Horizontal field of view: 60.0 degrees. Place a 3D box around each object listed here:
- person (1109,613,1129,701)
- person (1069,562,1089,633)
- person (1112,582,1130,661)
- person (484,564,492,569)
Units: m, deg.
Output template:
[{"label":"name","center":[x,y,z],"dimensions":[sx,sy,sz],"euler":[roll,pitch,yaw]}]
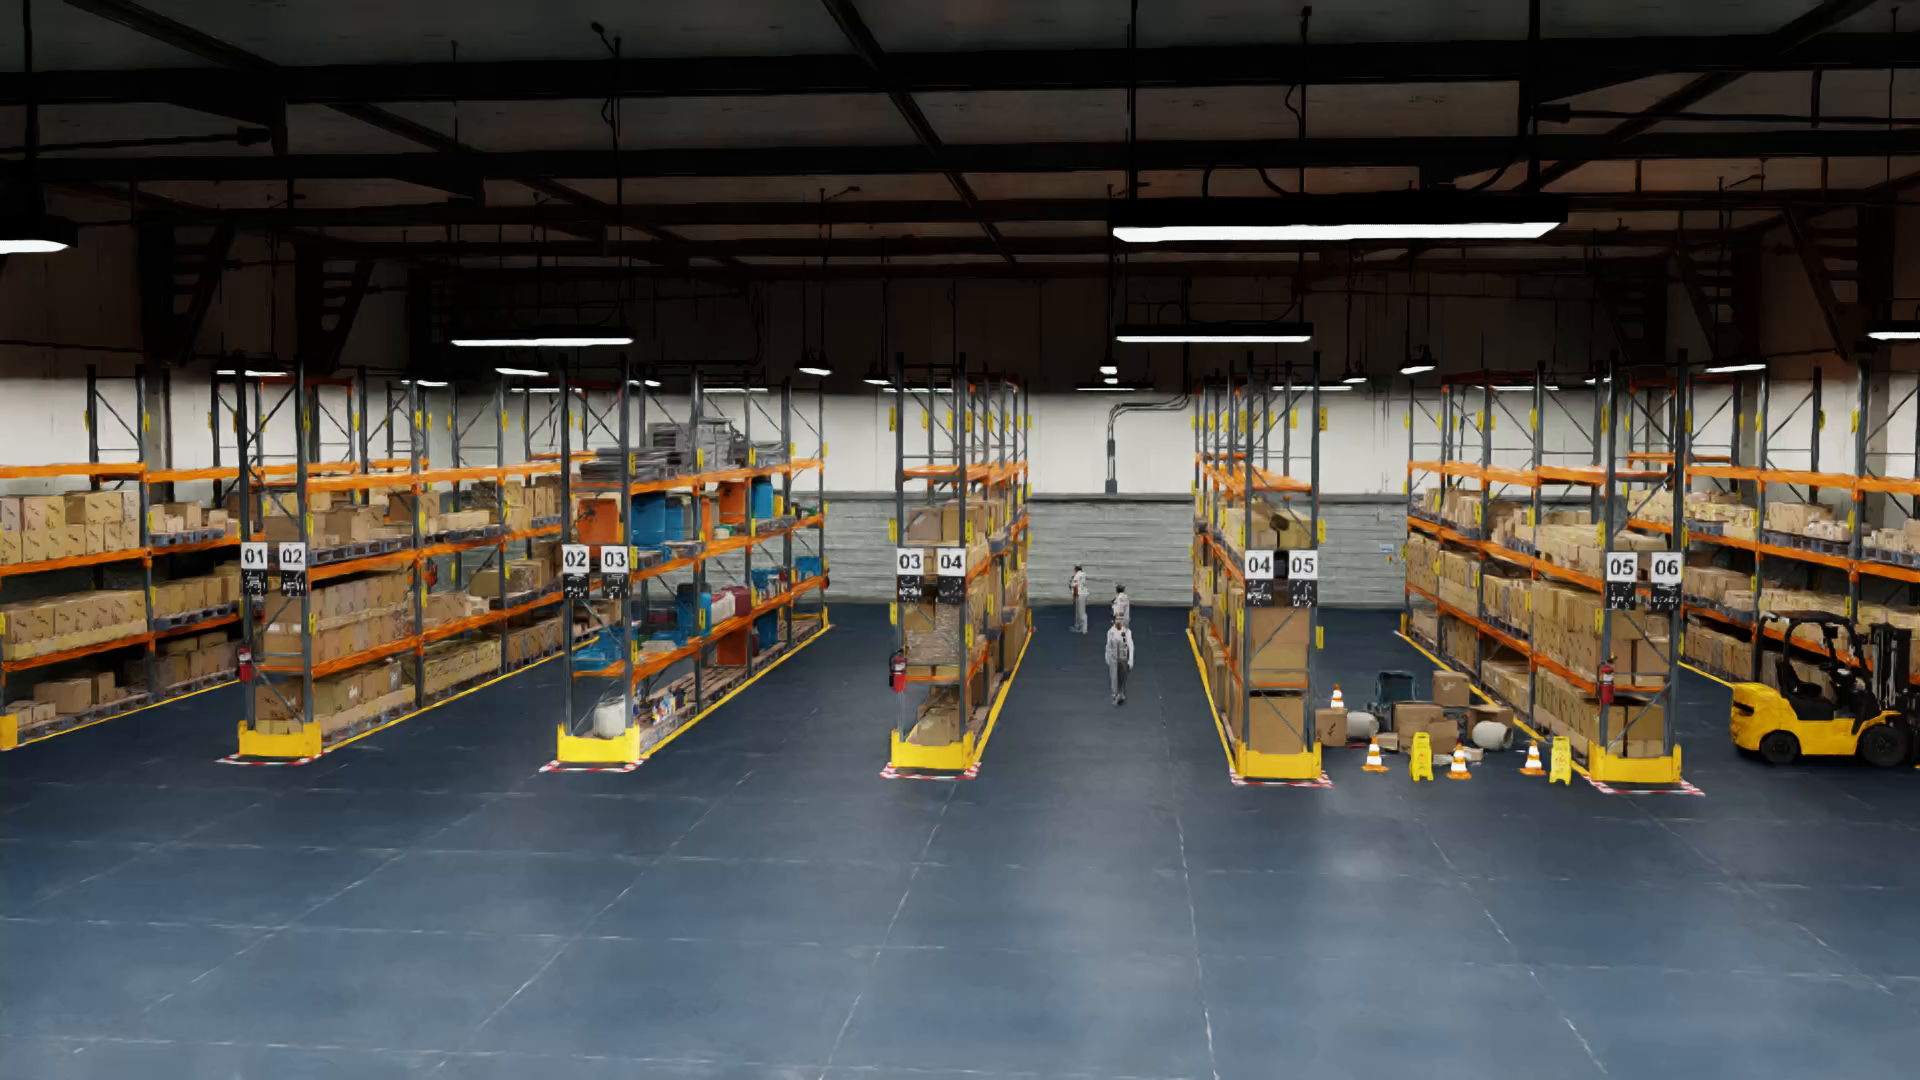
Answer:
[{"label":"person","center":[2.834,2.053,29.629],"dimensions":[0.374,1.577,0.797],"euler":[0,4,4]},{"label":"person","center":[2.819,1.351,39.564],"dimensions":[0.558,1.654,0.625],"euler":[2,4,21]},{"label":"person","center":[3.313,1.709,34.508],"dimensions":[0.555,1.654,0.566],"euler":[2,5,29]},{"label":"person","center":[-11.248,1.300,39.930],"dimensions":[0.554,1.619,0.836],"euler":[0,4,5]}]
